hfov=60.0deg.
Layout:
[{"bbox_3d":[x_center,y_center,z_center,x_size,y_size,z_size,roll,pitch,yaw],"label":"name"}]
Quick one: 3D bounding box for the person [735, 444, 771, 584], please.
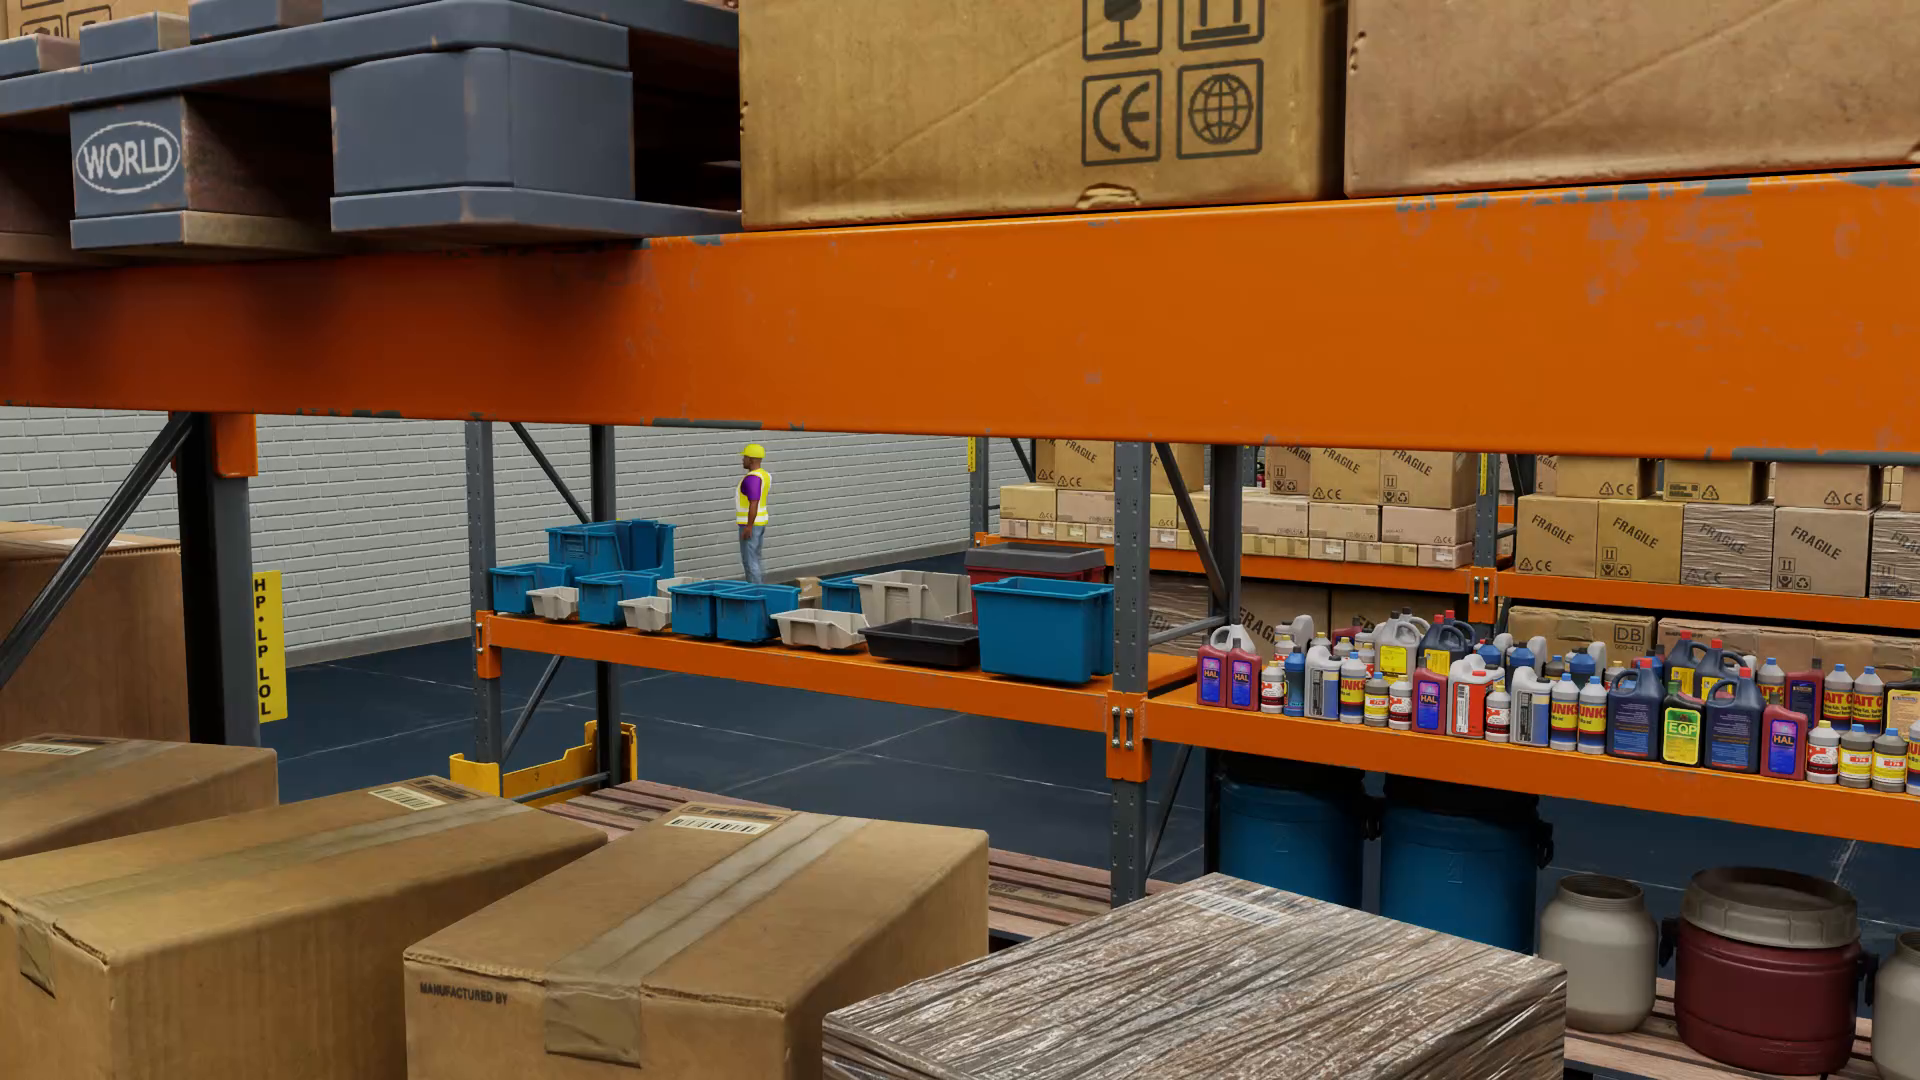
[{"bbox_3d":[-2.280,-0.160,18.127,0.390,1.771,0.564,1,6,7],"label":"person"}]
